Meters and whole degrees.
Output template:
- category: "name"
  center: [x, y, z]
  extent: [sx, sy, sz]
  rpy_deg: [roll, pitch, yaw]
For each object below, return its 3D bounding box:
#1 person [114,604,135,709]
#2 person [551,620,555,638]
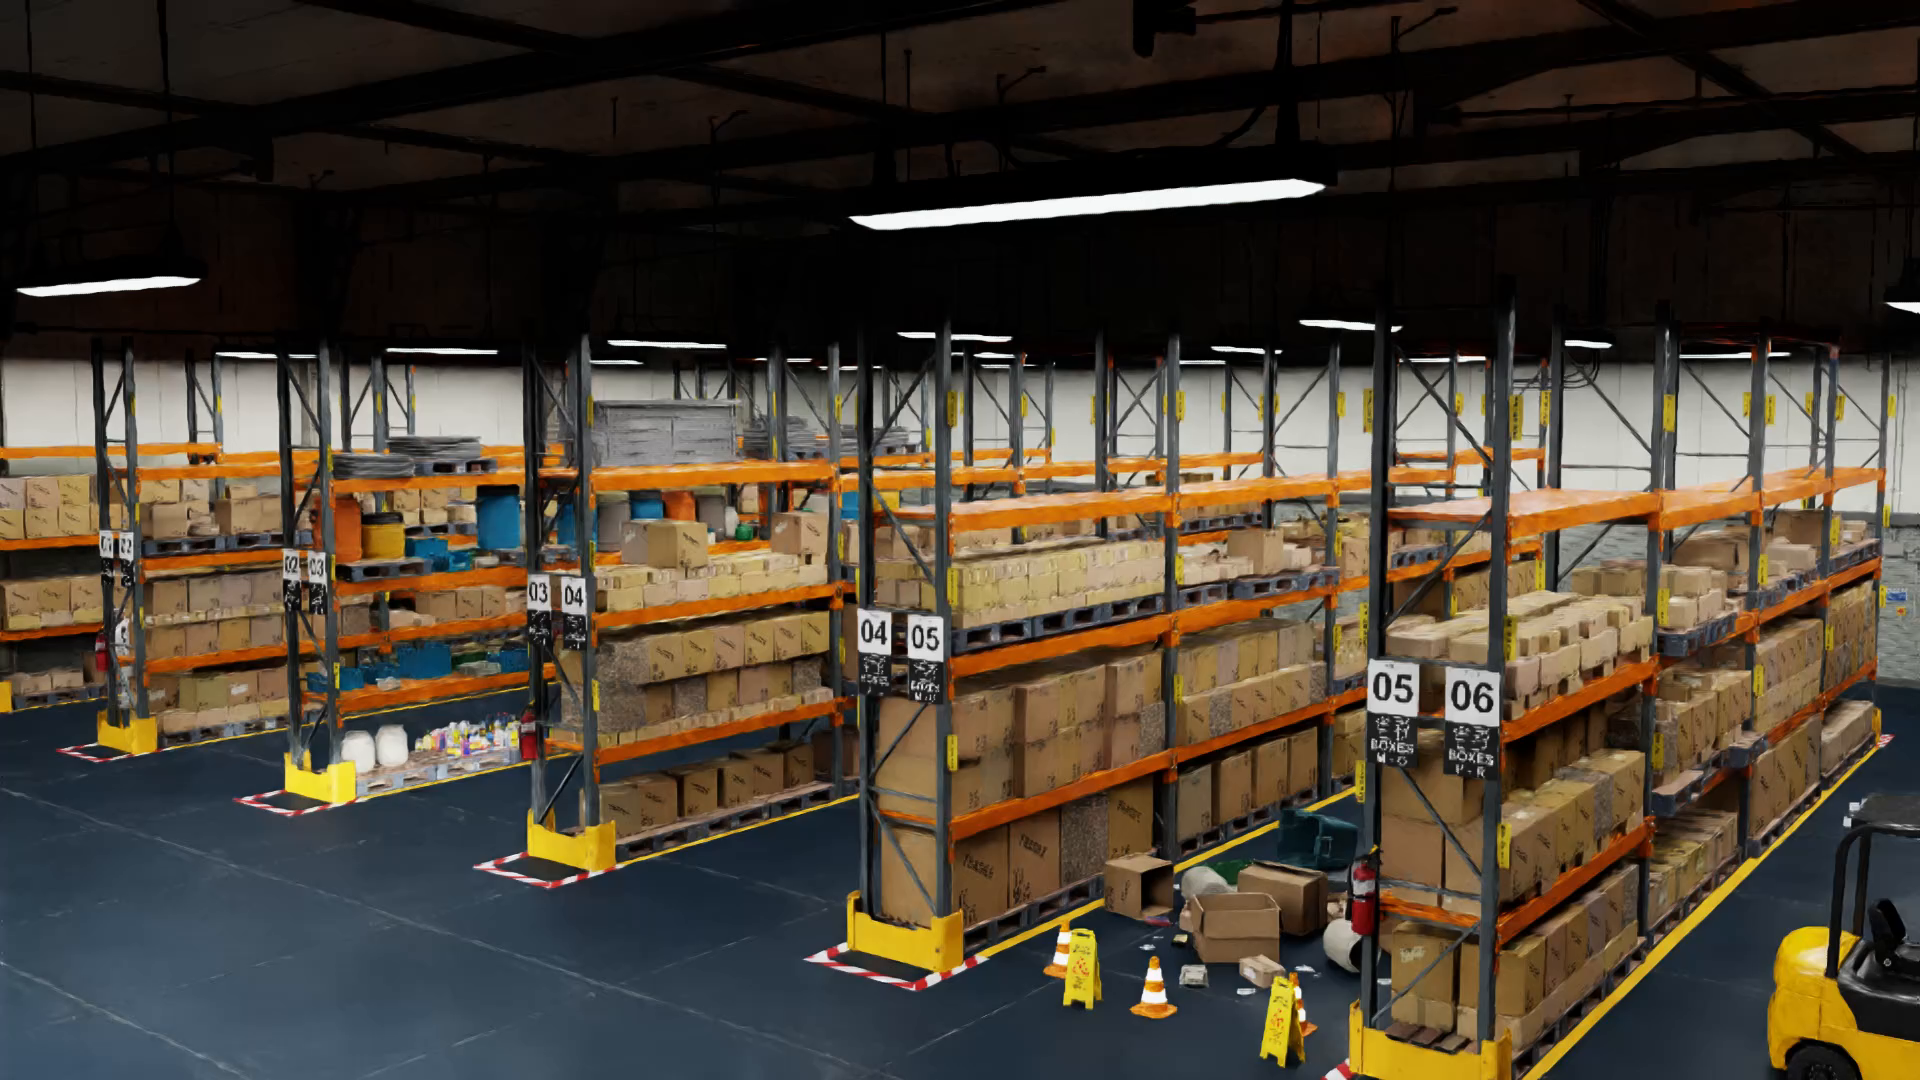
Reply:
- category: "person"
  center: [-13.882, 1.901, 27.533]
  extent: [0.613, 1.732, 0.953]
  rpy_deg: [1, 5, 11]
- category: "person"
  center: [-8.225, 1.385, 34.104]
  extent: [0.502, 1.612, 0.997]
  rpy_deg: [4, 6, 36]
